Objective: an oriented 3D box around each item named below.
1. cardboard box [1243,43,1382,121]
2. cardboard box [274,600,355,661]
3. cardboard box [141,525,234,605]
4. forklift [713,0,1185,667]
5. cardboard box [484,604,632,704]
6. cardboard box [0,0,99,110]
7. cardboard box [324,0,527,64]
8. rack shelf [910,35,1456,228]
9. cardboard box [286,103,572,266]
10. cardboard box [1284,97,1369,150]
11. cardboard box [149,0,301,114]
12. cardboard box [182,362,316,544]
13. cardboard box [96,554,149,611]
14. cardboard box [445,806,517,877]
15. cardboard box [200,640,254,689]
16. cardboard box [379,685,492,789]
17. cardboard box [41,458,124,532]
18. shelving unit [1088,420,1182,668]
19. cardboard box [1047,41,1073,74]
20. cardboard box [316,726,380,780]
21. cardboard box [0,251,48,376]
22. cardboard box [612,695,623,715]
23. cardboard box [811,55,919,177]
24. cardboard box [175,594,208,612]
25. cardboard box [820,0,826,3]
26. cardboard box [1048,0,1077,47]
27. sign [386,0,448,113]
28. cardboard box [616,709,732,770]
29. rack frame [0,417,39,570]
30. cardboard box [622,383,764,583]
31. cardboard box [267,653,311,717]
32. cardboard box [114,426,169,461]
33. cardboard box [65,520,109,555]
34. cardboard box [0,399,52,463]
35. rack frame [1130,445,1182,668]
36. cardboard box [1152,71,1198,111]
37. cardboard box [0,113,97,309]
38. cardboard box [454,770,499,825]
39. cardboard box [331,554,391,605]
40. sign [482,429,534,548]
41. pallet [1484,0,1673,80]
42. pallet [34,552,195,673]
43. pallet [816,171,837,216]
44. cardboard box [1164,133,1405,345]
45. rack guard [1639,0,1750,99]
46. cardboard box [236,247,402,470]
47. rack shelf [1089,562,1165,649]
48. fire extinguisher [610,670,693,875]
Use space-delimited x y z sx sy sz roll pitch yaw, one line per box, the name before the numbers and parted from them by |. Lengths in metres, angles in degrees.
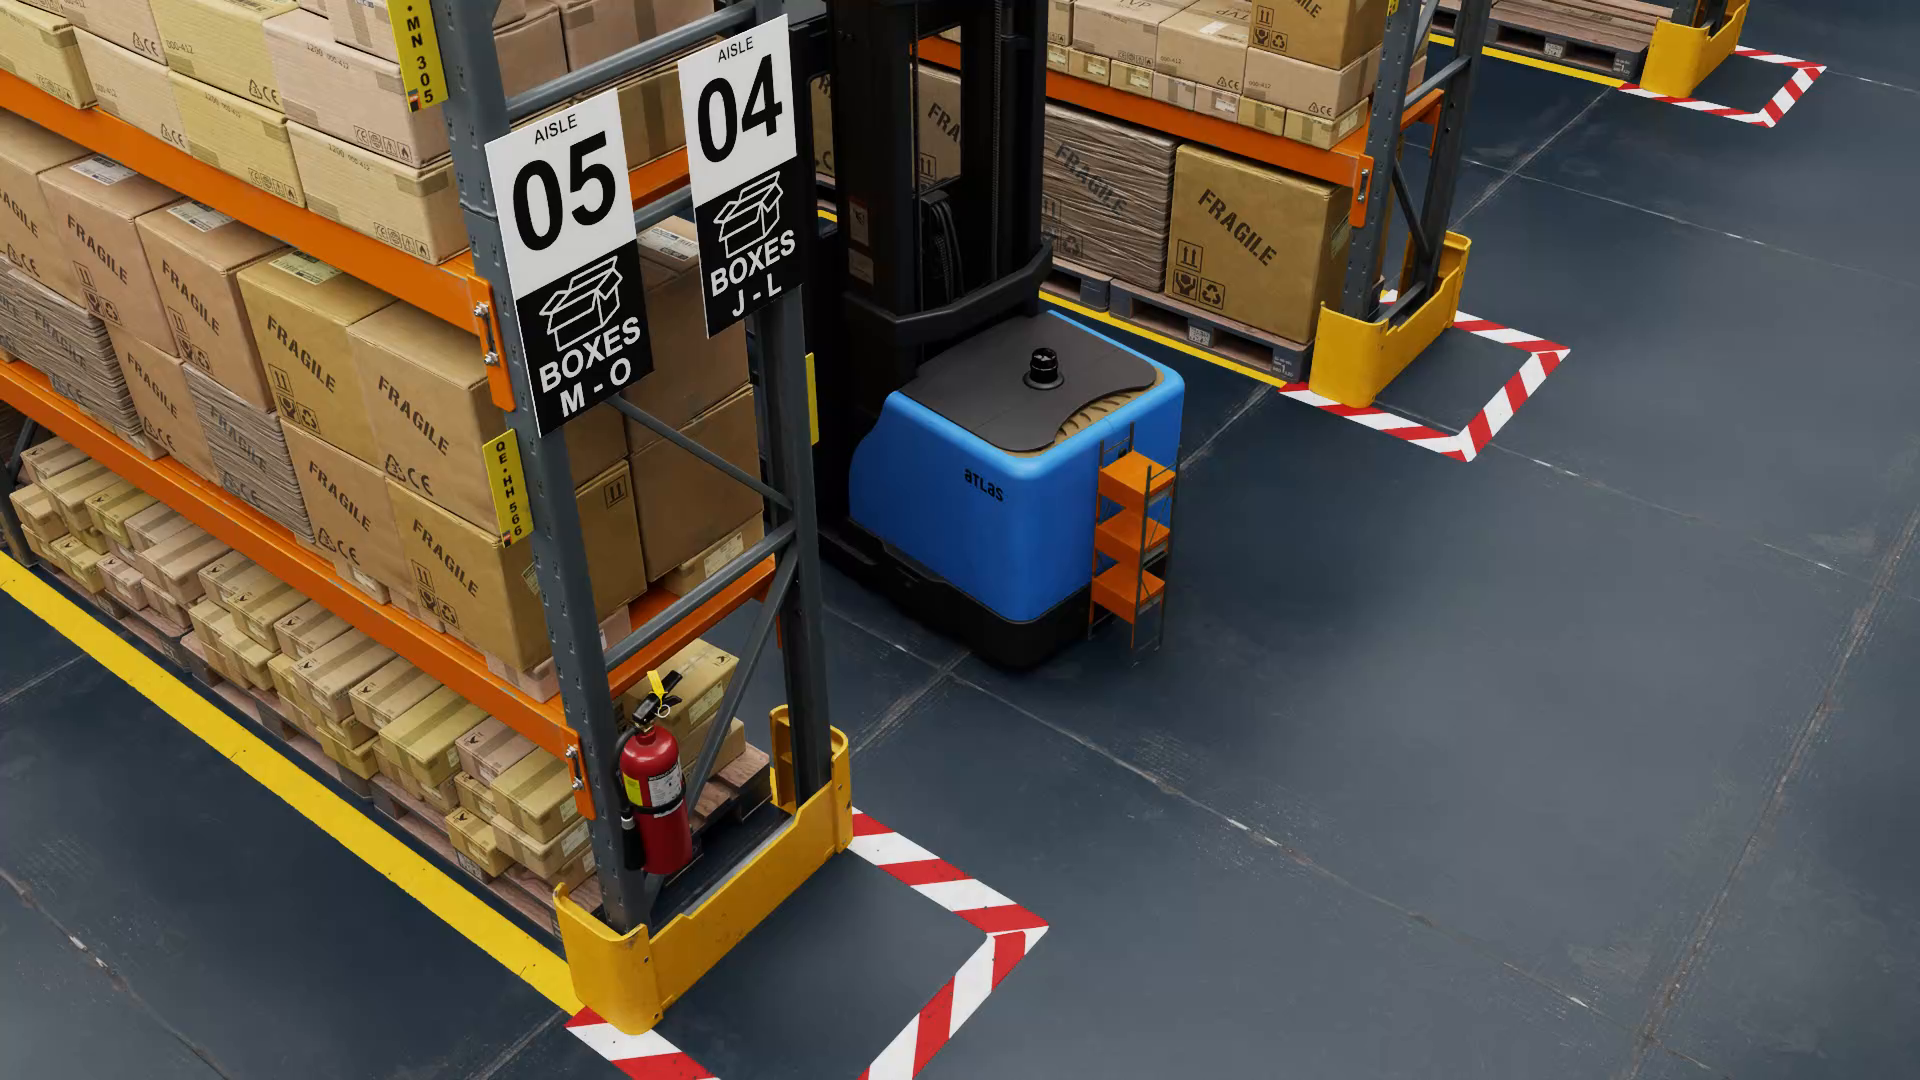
cardboard box | 1.738 -2.314 8.153 0.500 0.250 0.500 25 44 28
cardboard box | -2.388 0.323 6.393 0.250 0.149 0.380 24 44 27
cardboard box | -3.052 0.066 6.722 0.250 0.149 0.380 26 45 29
forklift | -0.442 -1.431 7.200 1.130 2.935 3.031 -31 48 -34
cardboard box | -1.240 0.301 5.136 0.250 0.149 0.380 25 45 29
cardboard box | -2.561 -1.546 4.980 0.500 0.250 0.500 27 46 30
cardboard box | -1.252 -1.270 3.899 0.250 0.149 0.380 25 44 28
rack shelf | 0.695 -2.671 9.311 4.000 0.370 1.077 25 45 29
cardboard box | -1.332 -0.977 4.253 0.500 0.250 0.500 24 44 28
cardboard box | 1.801 -2.078 8.175 0.250 0.149 0.380 26 45 29
cardboard box | -1.737 -1.372 4.352 0.500 0.250 0.500 24 44 27
cardboard box | -2.137 -0.393 5.497 0.500 0.500 0.500 25 45 29
cardboard box | -3.452 0.106 7.153 0.250 0.149 0.380 25 44 28
cardboard box | -1.620 1.001 6.010 0.250 0.149 0.380 27 45 30
cardboard box | -2.837 0.405 6.772 0.250 0.149 0.380 24 44 27
cardboard box | -1.832 0.678 5.940 0.250 0.149 0.380 24 44 28
cardboard box | -3.656 -0.226 7.095 0.250 0.149 0.380 28 46 31
shelving unit | 0.711 0.033 6.856 0.215 1.050 0.252 -31 48 -34
cardboard box | 0.587 -2.651 8.906 0.250 0.149 0.380 26 45 29
cardboard box | -2.222 0.709 6.383 0.250 0.149 0.380 23 44 27
cardboard box | -3.349 -0.978 6.243 0.500 0.500 0.500 25 45 29
cardboard box | -1.311 0.502 6.165 0.250 0.149 0.380 26 45 29
cardboard box | -0.418 -2.745 10.206 0.875 0.875 0.875 25 45 29
cardboard box | -3.006 0.162 6.841 0.250 0.149 0.380 27 46 30
cardboard box | -0.652 -3.232 9.649 0.250 0.149 0.380 24 44 27
cardboard box | 0.515 -2.888 8.886 0.500 0.250 0.500 25 45 29
sign | -1.163 -1.079 3.544 0.005 0.325 0.100 25 45 29
cardboard box | -1.070 0.704 6.148 0.250 0.149 0.380 27 46 30
rack frame | -3.987 -1.312 6.993 0.127 3.000 1.000 25 45 29
cardboard box | -0.998 -0.274 5.344 0.500 0.500 0.500 27 46 31
cardboard box | -2.428 0.482 6.432 0.250 0.149 0.380 28 46 31
cardboard box | -2.885 -0.477 6.130 0.250 0.149 0.380 27 46 30
cardboard box | -3.638 -0.129 7.212 0.250 0.149 0.380 26 45 29
cardboard box | -4.728 -0.647 7.830 0.500 0.500 0.500 24 44 28
rack frame | 0.797 0.086 6.788 0.200 1.050 0.008 -31 48 -34
cardboard box | 1.196 -2.363 8.539 0.250 0.149 0.380 26 45 29
cardboard box | -2.974 -1.183 5.695 0.500 0.500 0.500 26 45 29
cardboard box | -1.577 0.844 5.970 0.250 0.149 0.380 24 44 28
cardboard box | -1.840 0.019 5.496 0.250 0.149 0.380 27 45 30
sign | -1.163 -0.130 4.287 0.005 0.325 0.100 25 45 29
pallet | 4.662 -3.860 12.509 1.213 0.211 1.003 25 45 29
pallet | -3.432 0.020 7.553 1.213 0.211 1.003 25 45 29
pallet | -0.337 -2.282 10.493 1.213 0.211 1.003 25 45 29
cardboard box | 1.727 -1.734 8.914 0.875 0.875 0.875 25 45 29
rack guard | 5.320 -3.643 11.998 0.348 0.500 1.175 25 45 29
cardboard box | -1.727 -0.604 4.954 0.500 0.500 0.500 24 44 27
rack shelf | 0.711 0.260 7.034 0.215 0.259 0.240 -31 48 -34
fire extinguisher | -0.890 0.684 4.809 0.183 0.674 0.296 25 45 29
